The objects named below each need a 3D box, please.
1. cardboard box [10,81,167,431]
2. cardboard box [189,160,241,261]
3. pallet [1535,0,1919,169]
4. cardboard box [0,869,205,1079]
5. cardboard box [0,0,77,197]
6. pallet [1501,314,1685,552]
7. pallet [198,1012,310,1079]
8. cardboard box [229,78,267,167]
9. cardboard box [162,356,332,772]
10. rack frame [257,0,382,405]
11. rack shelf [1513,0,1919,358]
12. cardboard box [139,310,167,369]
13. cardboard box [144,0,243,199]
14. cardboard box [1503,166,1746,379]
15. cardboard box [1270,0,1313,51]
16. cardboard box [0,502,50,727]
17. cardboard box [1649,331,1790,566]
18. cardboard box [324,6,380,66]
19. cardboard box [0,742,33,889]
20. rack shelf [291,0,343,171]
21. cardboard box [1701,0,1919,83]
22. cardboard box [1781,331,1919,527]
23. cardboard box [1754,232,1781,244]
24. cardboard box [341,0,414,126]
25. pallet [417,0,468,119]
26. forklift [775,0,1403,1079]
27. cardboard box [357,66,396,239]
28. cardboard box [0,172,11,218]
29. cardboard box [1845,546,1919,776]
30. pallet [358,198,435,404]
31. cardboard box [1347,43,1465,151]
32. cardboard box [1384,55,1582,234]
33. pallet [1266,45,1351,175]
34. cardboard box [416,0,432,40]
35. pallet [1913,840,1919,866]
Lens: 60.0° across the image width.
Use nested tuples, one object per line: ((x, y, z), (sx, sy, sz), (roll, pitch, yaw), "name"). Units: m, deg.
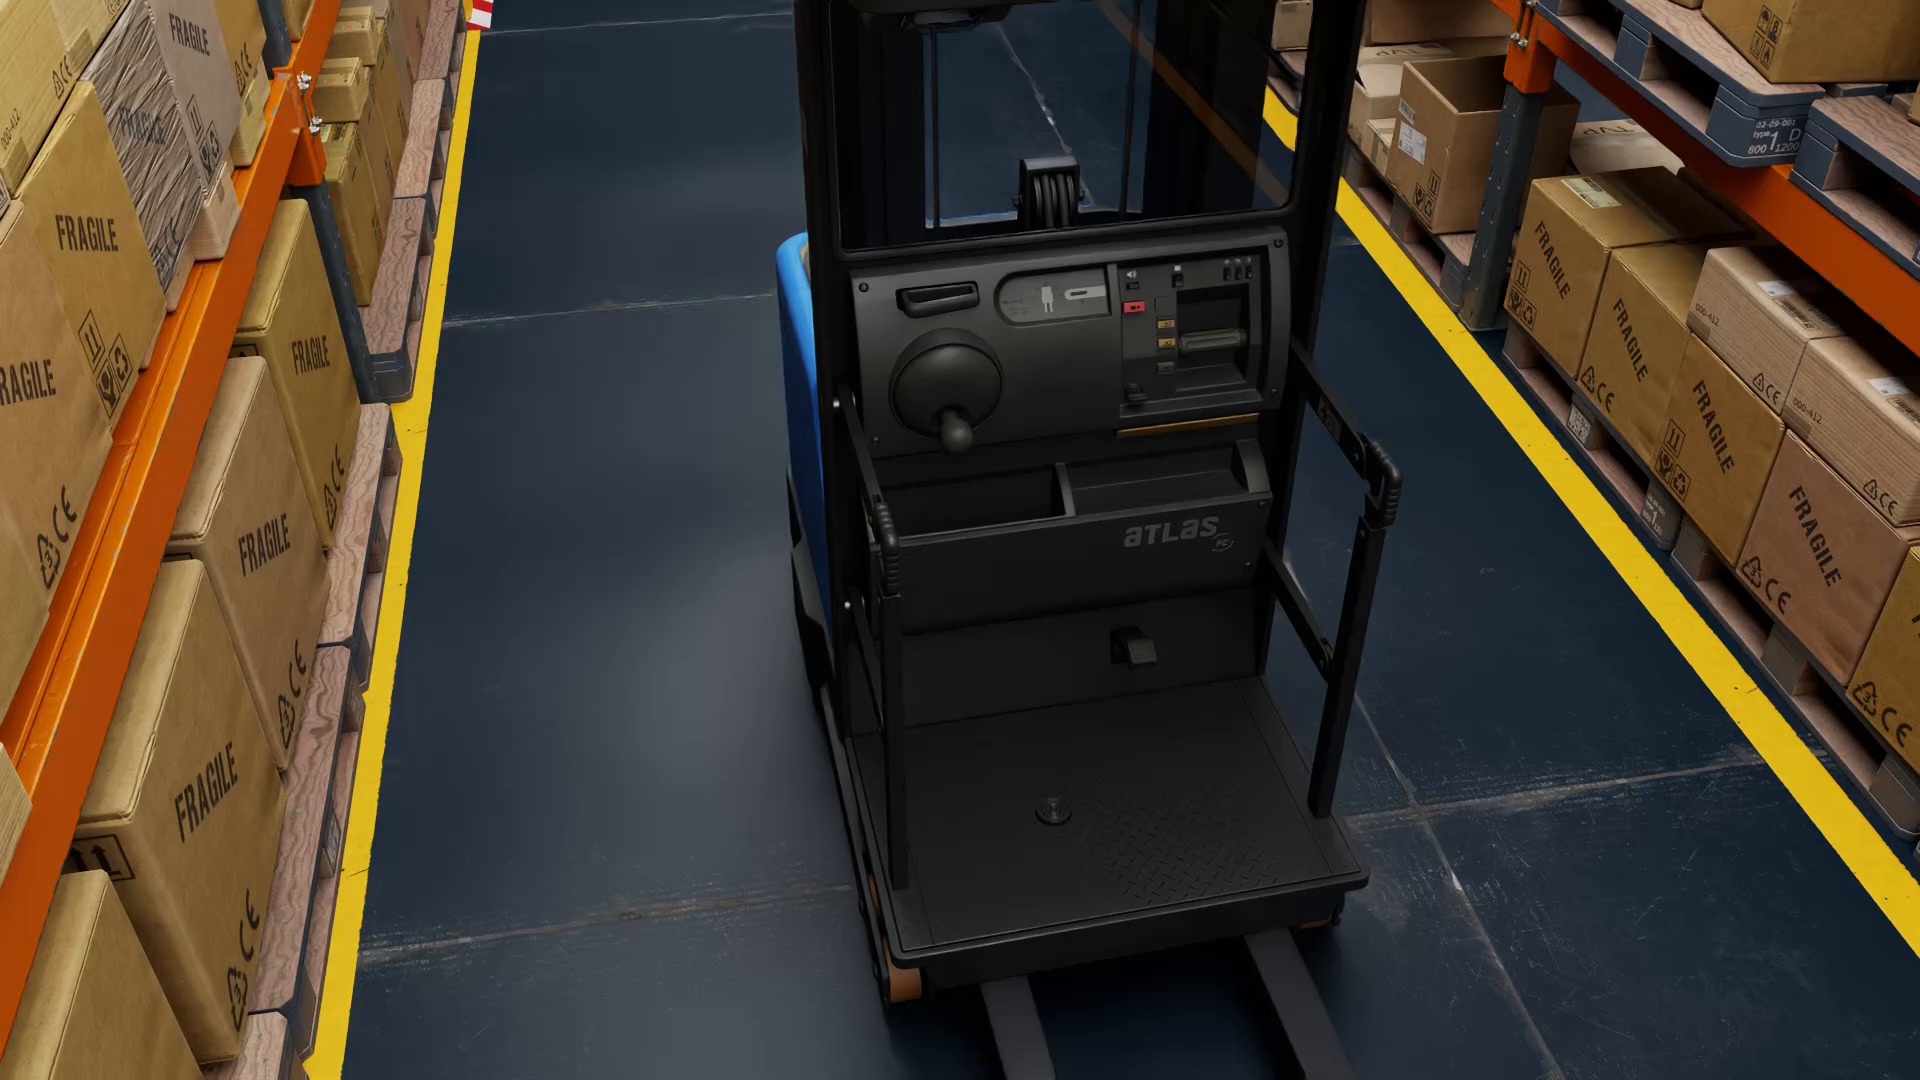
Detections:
((-1.877, -0.514, 3.127), (0.500, 0.500, 0.500), (-5, 38, -7), "cardboard box")
((-1.967, -0.784, 4.003), (0.380, 0.149, 0.250), (-6, 38, -8), "cardboard box")
((2.431, -1.479, 4.865), (1.003, 0.211, 1.213), (-6, 38, -8), "pallet")
((-1.776, 1.127, 2.764), (0.750, 0.750, 0.750), (-7, 38, -9), "cardboard box")
((-1.884, -0.795, 2.876), (0.500, 0.250, 0.500), (-7, 38, -9), "cardboard box")
((2.578, -0.460, 5.671), (1.003, 0.211, 1.213), (-6, 38, -8), "pallet")
((-1.841, 1.519, 3.123), (1.003, 0.211, 1.213), (-6, 38, -8), "pallet")
((-2.072, -1.099, 4.408), (0.380, 0.149, 0.250), (-6, 38, -7), "cardboard box")
((-2.077, 0.084, 4.106), (0.750, 0.750, 0.750), (-5, 38, -7), "cardboard box")
((-2.478, -1.514, 4.754), (1.000, 3.000, 0.127), (-6, 38, -8), "rack frame")
((2.749, -0.557, 4.108), (1.077, 0.370, 4.000), (-6, 38, -8), "rack shelf")
((-1.960, -0.477, 3.607), (0.380, 0.149, 0.250), (-7, 38, -9), "cardboard box")
((-2.049, -1.120, 3.906), (0.500, 0.500, 0.500), (-6, 38, -8), "cardboard box")
((2.243, -0.917, 5.664), (0.500, 0.500, 0.500), (-8, 39, -10), "cardboard box")
((1.689, -2.590, 8.021), (0.500, 0.250, 0.500), (-6, 38, -8), "cardboard box")
((-1.692, 0.099, 2.337), (0.500, 0.500, 0.500), (-5, 38, -6), "cardboard box")
((2.428, -0.293, 4.862), (0.500, 0.500, 0.500), (-6, 38, -7), "cardboard box")
((-2.480, -1.953, 6.485), (0.380, 0.149, 0.250), (-7, 38, -9), "cardboard box")
((-1.605, 0.447, 2.418), (0.380, 0.149, 0.250), (-5, 38, -7), "cardboard box")
((-2.828, -2.438, 6.529), (1.077, 0.370, 4.000), (-6, 38, -8), "rack shelf")
((2.444, -1.535, 4.358), (0.700, 0.500, 0.500), (-1, 38, -1), "cardboard box")
((2.507, -0.306, 4.267), (0.500, 0.250, 0.500), (-7, 38, -9), "cardboard box")
((2.846, -0.669, 5.345), (0.500, 0.500, 0.500), (-6, 38, -8), "cardboard box")
((-2.781, -2.091, 7.191), (0.700, 0.500, 0.500), (-7, 38, -9), "cardboard box")
((-2.962, -2.354, 8.108), (1.003, 0.211, 1.213), (-6, 38, -8), "pallet")
((0.290, -0.341, 3.299), (1.130, 2.935, 3.031), (-8, 38, -10), "forklift")
((-2.593, -1.459, 6.378), (0.700, 0.500, 0.500), (-7, 38, -8), "cardboard box")
((-1.789, -0.487, 2.480), (0.500, 0.250, 0.500), (-6, 38, -8), "cardboard box")
((2.614, 0.328, 4.061), (0.500, 0.500, 0.500), (-8, 38, -10), "cardboard box")
((-2.534, -0.880, 6.211), (1.003, 0.211, 1.213), (-6, 38, -8), "pallet")
((1.888, -1.927, 7.119), (0.500, 0.311, 0.500), (-6, 38, -8), "cardboard box")
((2.019, -1.549, 6.478), (0.500, 0.500, 0.500), (-6, 38, -8), "cardboard box")
((2.062, -2.101, 7.782), (1.003, 0.211, 1.213), (-6, 38, -8), "pallet")
((-2.958, -2.696, 7.971), (0.700, 0.500, 0.500), (-6, 38, -8), "cardboard box")
((3.006, 1.013, 3.774), (1.003, 0.211, 1.213), (-6, 38, -8), "pallet")
